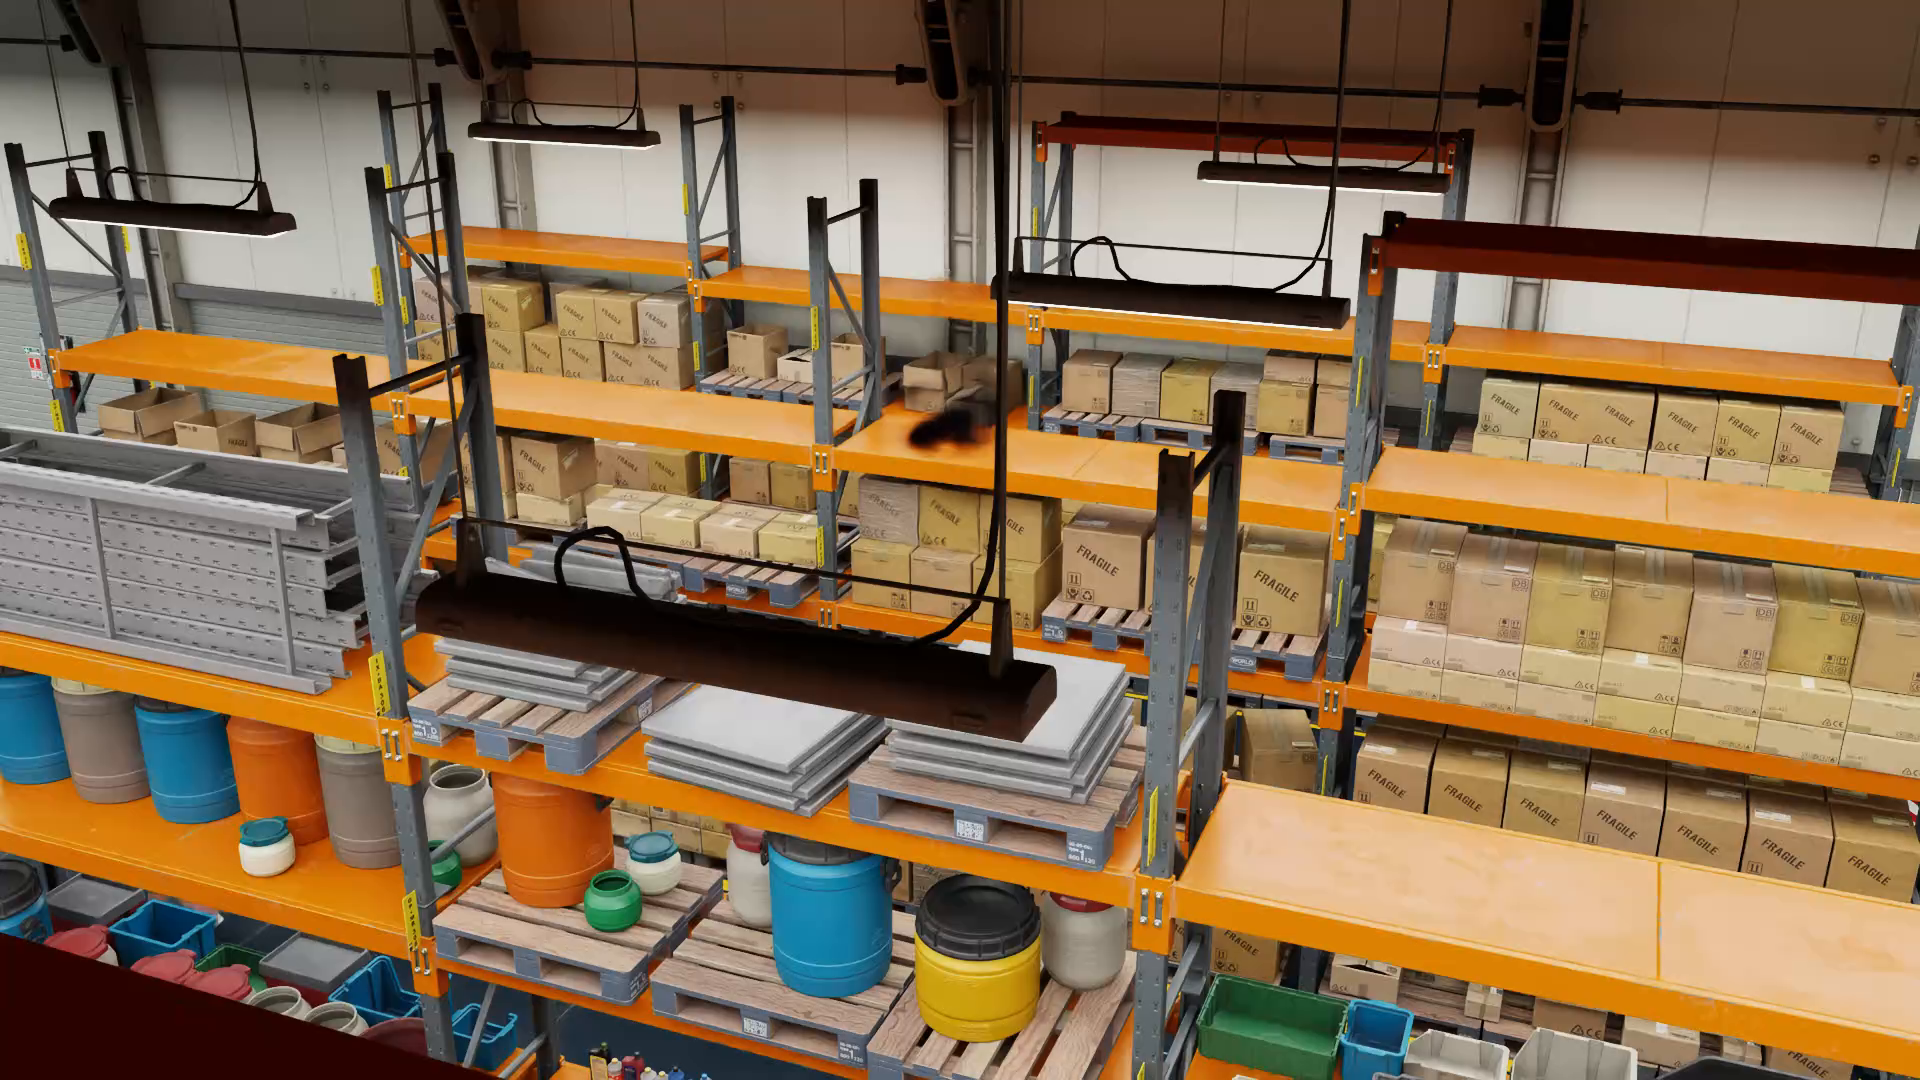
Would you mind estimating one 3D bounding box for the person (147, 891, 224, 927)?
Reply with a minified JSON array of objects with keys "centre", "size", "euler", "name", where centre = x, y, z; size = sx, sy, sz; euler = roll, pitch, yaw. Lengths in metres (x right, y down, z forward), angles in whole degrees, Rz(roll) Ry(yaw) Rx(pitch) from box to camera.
[{"centre":[-6.479,2.462,13.516],"size":[0.882,1.680,0.578],"euler":[3,21,9],"name":"person"}]
